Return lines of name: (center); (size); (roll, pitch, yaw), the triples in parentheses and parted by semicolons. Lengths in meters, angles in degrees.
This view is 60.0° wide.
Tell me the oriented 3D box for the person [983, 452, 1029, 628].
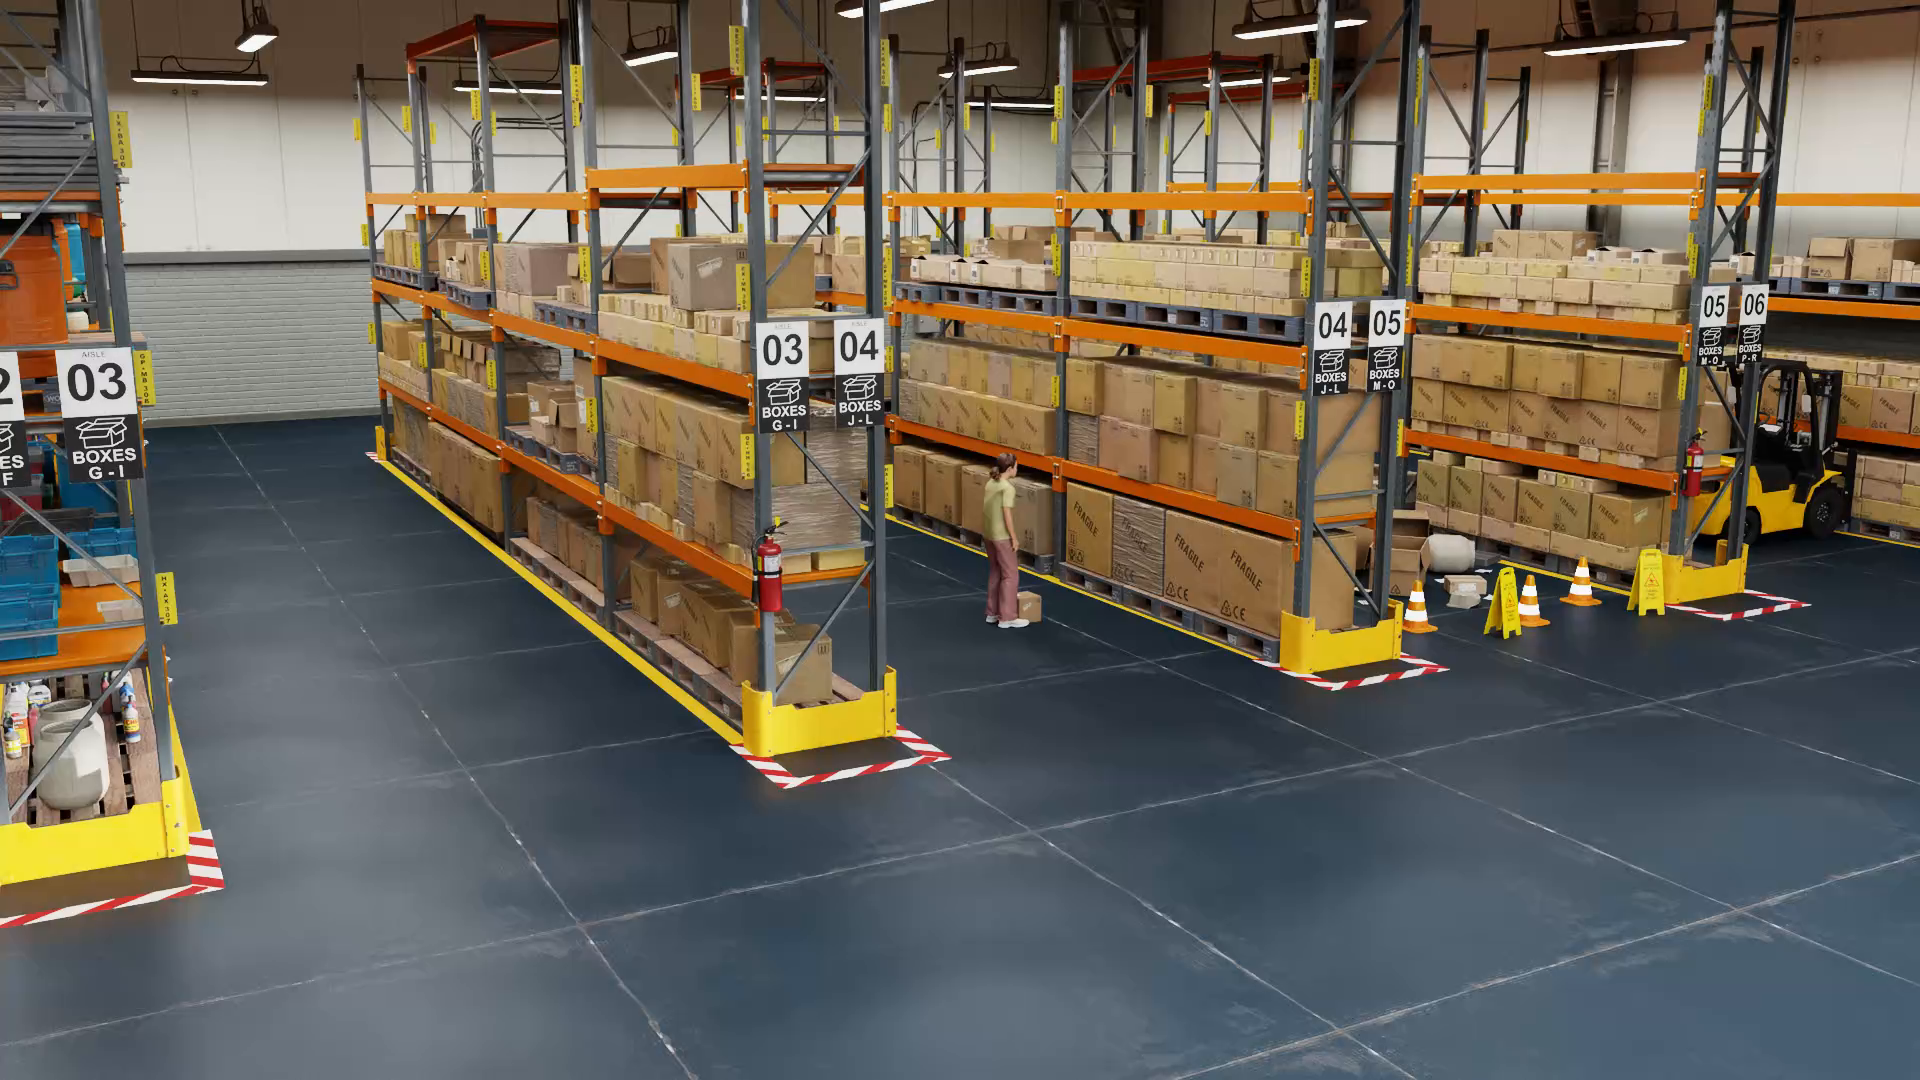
person: (0.413, -0.010, 16.004); (0.357, 1.673, 0.499); (-6, 13, -28)
